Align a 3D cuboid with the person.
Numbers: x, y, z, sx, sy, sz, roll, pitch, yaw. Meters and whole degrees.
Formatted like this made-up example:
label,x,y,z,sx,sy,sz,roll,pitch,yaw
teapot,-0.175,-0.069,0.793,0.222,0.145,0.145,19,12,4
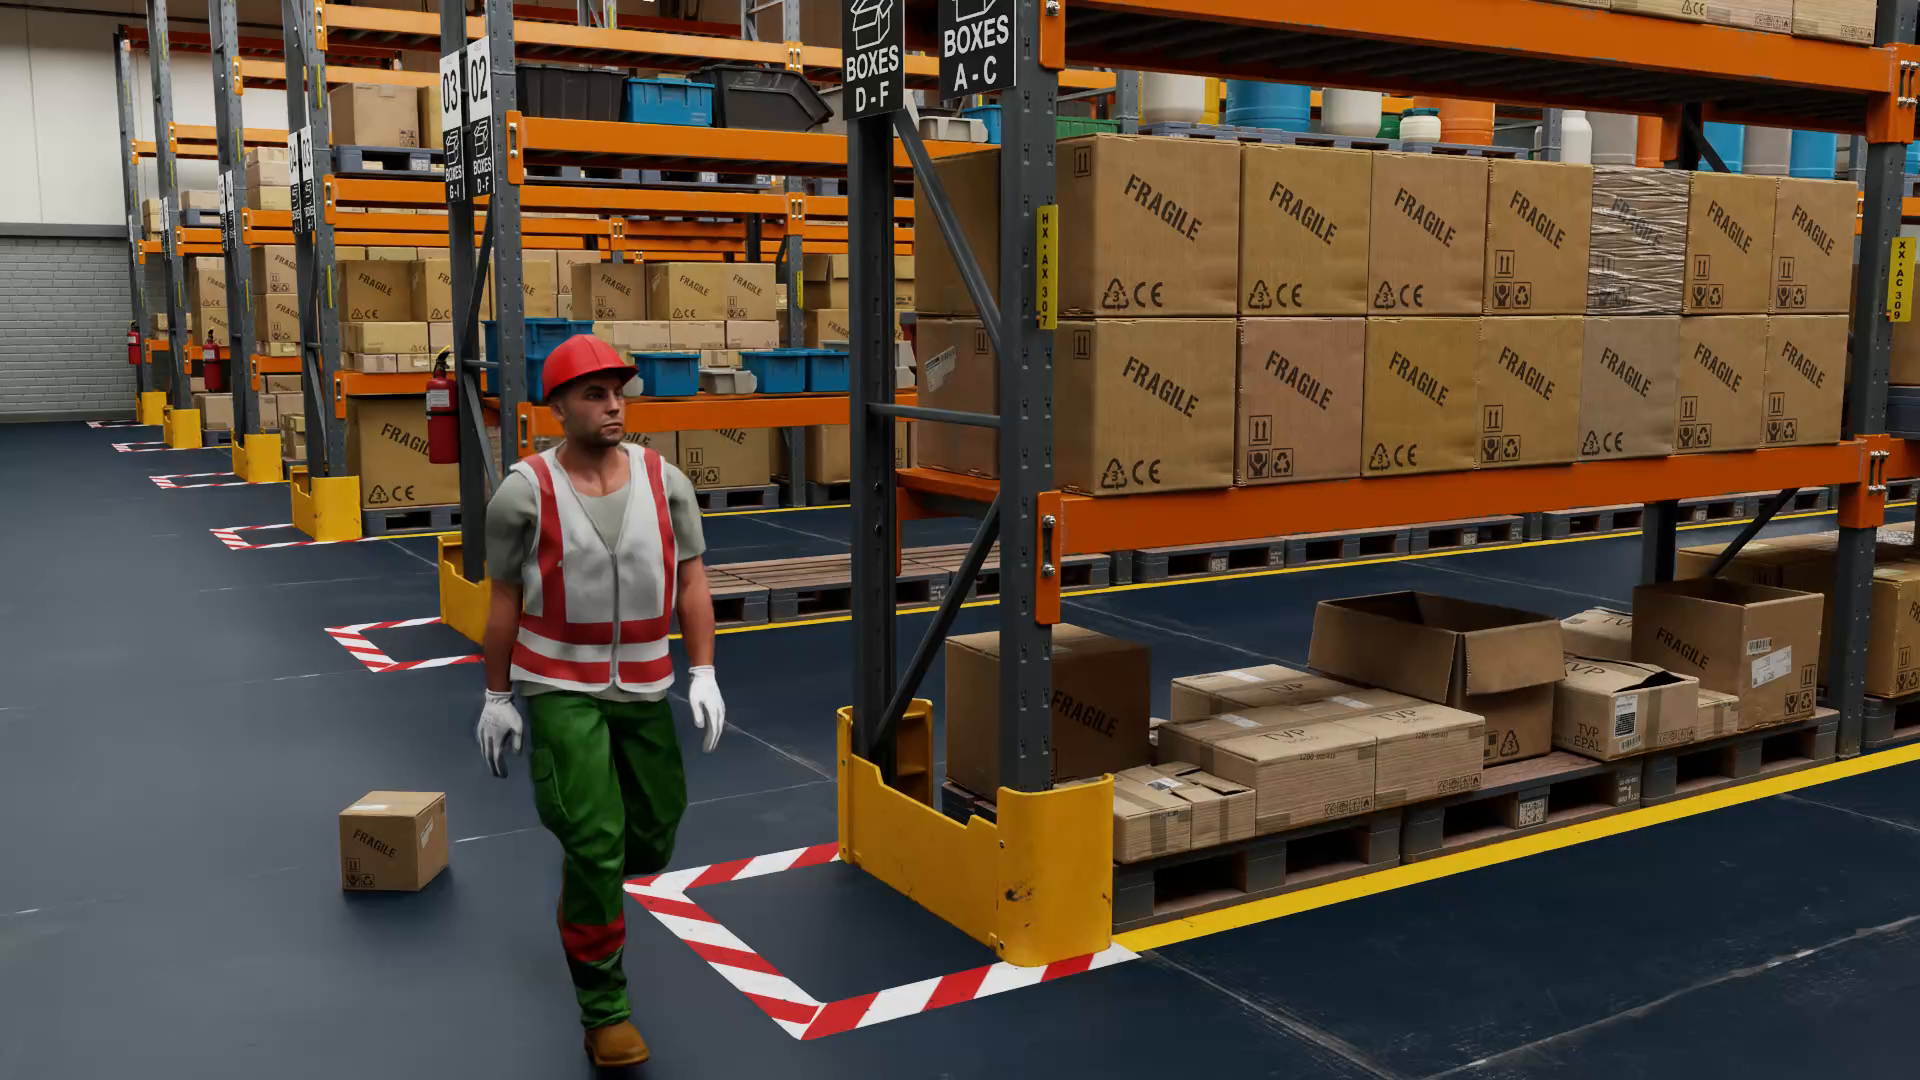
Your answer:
label,x,y,z,sx,sy,sz,roll,pitch,yaw
person,-0.915,0.366,4.168,0.575,1.754,0.828,-5,10,-32
